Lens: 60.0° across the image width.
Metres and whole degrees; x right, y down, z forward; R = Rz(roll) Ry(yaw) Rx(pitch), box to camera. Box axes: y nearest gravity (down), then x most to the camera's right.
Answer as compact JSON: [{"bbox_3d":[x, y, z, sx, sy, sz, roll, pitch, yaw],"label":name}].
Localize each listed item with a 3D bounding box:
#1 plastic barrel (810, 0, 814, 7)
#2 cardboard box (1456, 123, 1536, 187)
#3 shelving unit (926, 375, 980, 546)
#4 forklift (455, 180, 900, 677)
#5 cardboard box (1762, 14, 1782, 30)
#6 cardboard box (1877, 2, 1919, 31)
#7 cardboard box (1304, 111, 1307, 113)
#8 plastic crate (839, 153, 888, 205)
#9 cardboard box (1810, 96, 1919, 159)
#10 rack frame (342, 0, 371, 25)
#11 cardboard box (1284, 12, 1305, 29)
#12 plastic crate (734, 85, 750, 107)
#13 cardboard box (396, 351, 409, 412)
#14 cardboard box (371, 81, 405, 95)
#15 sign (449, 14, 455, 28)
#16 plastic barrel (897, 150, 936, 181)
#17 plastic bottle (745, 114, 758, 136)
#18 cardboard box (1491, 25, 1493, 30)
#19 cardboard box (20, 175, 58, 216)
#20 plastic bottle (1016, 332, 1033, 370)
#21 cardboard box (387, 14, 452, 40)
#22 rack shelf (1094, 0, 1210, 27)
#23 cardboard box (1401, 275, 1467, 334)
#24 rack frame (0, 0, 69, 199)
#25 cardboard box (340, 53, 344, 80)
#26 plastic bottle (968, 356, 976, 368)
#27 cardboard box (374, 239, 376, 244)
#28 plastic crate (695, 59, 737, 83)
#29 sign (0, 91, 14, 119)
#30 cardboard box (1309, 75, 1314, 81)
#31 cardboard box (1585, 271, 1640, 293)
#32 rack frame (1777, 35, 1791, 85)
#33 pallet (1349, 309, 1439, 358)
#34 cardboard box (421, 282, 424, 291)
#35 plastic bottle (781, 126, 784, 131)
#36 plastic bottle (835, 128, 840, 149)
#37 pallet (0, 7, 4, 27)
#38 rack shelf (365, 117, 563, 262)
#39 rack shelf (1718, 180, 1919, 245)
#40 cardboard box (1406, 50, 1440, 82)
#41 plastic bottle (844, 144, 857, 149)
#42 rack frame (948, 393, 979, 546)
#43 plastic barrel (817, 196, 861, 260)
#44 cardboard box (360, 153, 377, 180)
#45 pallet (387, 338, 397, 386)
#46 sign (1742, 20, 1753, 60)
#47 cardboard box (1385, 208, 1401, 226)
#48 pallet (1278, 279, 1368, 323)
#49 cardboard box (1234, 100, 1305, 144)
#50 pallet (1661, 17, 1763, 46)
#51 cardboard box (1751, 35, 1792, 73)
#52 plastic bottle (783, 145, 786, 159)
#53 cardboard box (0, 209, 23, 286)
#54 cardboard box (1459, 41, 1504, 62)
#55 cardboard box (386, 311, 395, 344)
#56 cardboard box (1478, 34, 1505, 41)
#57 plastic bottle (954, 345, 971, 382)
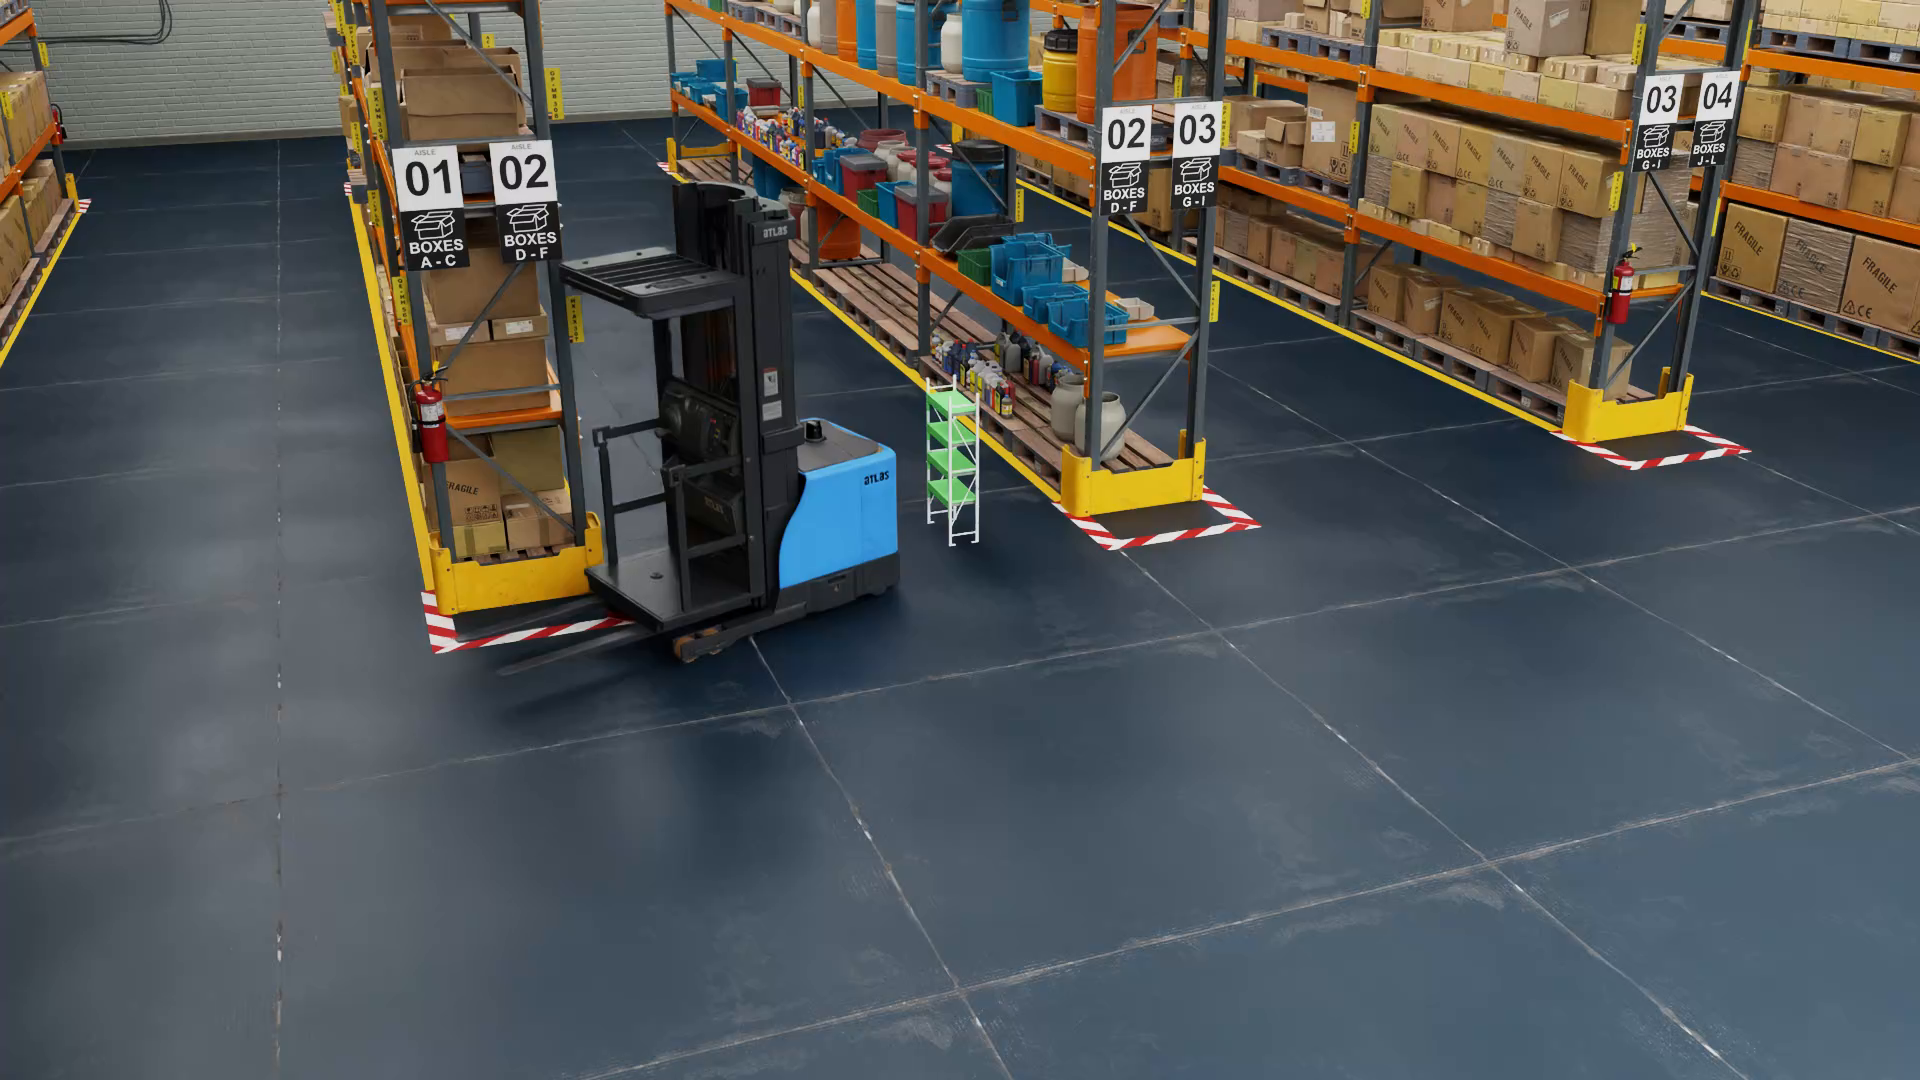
[{"bbox_3d":[-1.545,-6.566,19.635,0.600,0.830,0.708,-8,24,-19],"label":"plastic barrel"},{"bbox_3d":[5.162,-3.714,16.025,0.500,0.500,0.500,-8,24,-19],"label":"cardboard box"},{"bbox_3d":[-0.058,-0.613,12.783,0.258,1.200,0.503,-8,24,-19],"label":"shelving unit"},{"bbox_3d":[-1.893,-0.774,10.937,3.031,2.935,1.130,-18,29,-36],"label":"forklift"},{"bbox_3d":[9.186,-5.783,18.524,0.380,0.149,0.250,-9,24,-20],"label":"cardboard box"},{"bbox_3d":[9.824,-5.379,17.053,0.500,0.250,0.500,-8,24,-19],"label":"cardboard box"},{"bbox_3d":[5.974,-7.333,28.773,0.380,0.149,0.250,-9,25,-21],"label":"cardboard box"},{"bbox_3d":[-1.062,-3.986,18.387,0.402,0.464,0.583,-8,24,-19],"label":"plastic crate"},{"bbox_3d":[9.839,-4.485,18.069,0.875,0.550,0.550,-8,24,-19],"label":"cardboard box"},{"bbox_3d":[-5.982,-6.672,17.117,1.000,3.000,0.127,-8,24,-19],"label":"rack frame"},{"bbox_3d":[3.944,-5.948,19.021,0.380,0.166,0.250,-9,24,-20],"label":"cardboard box"},{"bbox_3d":[-3.127,-6.592,24.728,0.437,0.282,0.530,-8,24,-19],"label":"plastic crate"},{"bbox_3d":[-4.514,-1.334,14.211,0.500,0.500,0.500,-8,24,-19],"label":"cardboard box"},{"bbox_3d":[-4.006,-3.184,12.098,0.500,0.311,0.500,-5,23,-13],"label":"cardboard box"},{"bbox_3d":[-5.460,-5.638,17.758,0.100,0.325,0.005,-8,24,-19],"label":"sign"},{"bbox_3d":[-0.479,-3.997,18.319,0.433,0.535,0.433,0,23,0],"label":"plastic barrel"},{"bbox_3d":[-2.824,-5.629,22.526,0.152,0.276,0.135,-8,24,-19],"label":"plastic bottle"},{"bbox_3d":[9.824,-9.638,30.464,0.500,0.500,0.500,-9,24,-20],"label":"cardboard box"},{"bbox_3d":[-12.924,-4.753,22.965,0.700,0.500,0.500,-8,24,-19],"label":"cardboard box"},{"bbox_3d":[0.631,-1.850,16.246,0.144,0.351,0.185,-10,25,-22],"label":"plastic bottle"},{"bbox_3d":[-4.750,-4.536,14.598,0.500,0.500,0.500,-8,24,-18],"label":"cardboard box"},{"bbox_3d":[0.773,-4.654,13.772,1.077,0.370,4.000,-8,24,-19],"label":"rack shelf"},{"bbox_3d":[5.013,-2.496,17.611,0.500,0.500,0.500,-1,23,-2],"label":"cardboard box"},{"bbox_3d":[-13.441,-6.133,23.563,1.000,3.000,0.127,-8,24,-19],"label":"rack frame"},{"bbox_3d":[-8.178,-6.385,22.744,0.500,0.500,0.500,-8,24,-19],"label":"cardboard box"},{"bbox_3d":[0.117,-1.611,15.780,0.097,0.271,0.097,0,23,0],"label":"plastic bottle"},{"bbox_3d":[-6.556,-3.632,19.314,0.500,0.250,0.500,-7,24,-17],"label":"cardboard box"},{"bbox_3d":[-3.880,-7.441,26.542,0.616,0.435,0.499,-8,24,-19],"label":"plastic crate"},{"bbox_3d":[-11.524,-5.255,20.091,0.100,0.325,0.005,-8,24,-19],"label":"sign"},{"bbox_3d":[5.971,-7.606,27.380,0.380,0.149,0.250,-9,24,-20],"label":"cardboard box"},{"bbox_3d":[5.819,-2.318,14.835,0.380,0.149,0.250,-8,24,-19],"label":"cardboard box"},{"bbox_3d":[12.558,-6.625,24.730,1.000,3.000,0.127,-8,24,-19],"label":"rack frame"},{"bbox_3d":[4.970,-2.288,18.030,1.003,0.211,1.213,-8,24,-19],"label":"pallet"},{"bbox_3d":[-3.834,-1.833,12.397,0.380,0.149,0.250,-8,24,-17],"label":"cardboard box"},{"bbox_3d":[-2.325,-5.242,21.614,0.097,0.271,0.097,0,23,0],"label":"plastic bottle"},{"bbox_3d":[-1.563,-5.160,21.404,0.061,0.283,0.133,-8,24,-19],"label":"plastic bottle"},{"bbox_3d":[-12.308,-6.320,20.258,1.003,0.211,1.213,-8,24,-19],"label":"pallet"},{"bbox_3d":[-3.863,-2.778,12.667,1.077,0.370,4.000,-8,24,-19],"label":"rack shelf"},{"bbox_3d":[10.082,-3.398,17.999,1.077,0.370,4.000,-8,24,-19],"label":"rack shelf"},{"bbox_3d":[4.811,-4.735,16.577,0.500,0.250,0.500,-9,24,-19],"label":"cardboard box"},{"bbox_3d":[-1.340,-4.709,20.345,0.152,0.276,0.135,-8,24,-19],"label":"plastic bottle"},{"bbox_3d":[0.028,-0.524,12.573,0.240,1.200,0.015,-8,24,-19],"label":"rack frame"},{"bbox_3d":[-1.536,-3.955,20.648,0.600,0.830,0.708,-8,24,-19],"label":"plastic barrel"},{"bbox_3d":[-6.310,-4.361,18.688,0.700,0.500,0.500,-18,29,-36],"label":"cardboard box"},{"bbox_3d":[-5.301,-1.876,17.052,1.003,0.211,1.213,-8,24,-19],"label":"pallet"},{"bbox_3d":[6.620,-4.218,14.032,0.100,0.325,0.005,-8,24,-19],"label":"sign"},{"bbox_3d":[4.685,-3.397,17.395,0.380,0.149,0.250,-8,24,-19],"label":"cardboard box"},{"bbox_3d":[4.423,-2.810,19.268,1.003,0.211,1.213,-8,24,-19],"label":"pallet"},{"bbox_3d":[3.806,-5.125,20.502,0.700,0.500,0.500,-5,23,-11],"label":"cardboard box"},{"bbox_3d":[9.006,-6.076,19.812,0.805,0.209,1.217,-9,25,-21],"label":"pallet"},{"bbox_3d":[12.130,-7.284,24.877,0.500,0.500,0.500,-9,24,-20],"label":"cardboard box"},{"bbox_3d":[-2.166,-4.888,20.864,0.097,0.201,0.097,0,23,0],"label":"plastic bottle"},{"bbox_3d":[-11.360,-3.342,19.168,0.750,0.750,0.750,-8,24,-17],"label":"cardboard box"},{"bbox_3d":[5.022,-4.680,15.932,0.380,0.149,0.250,-9,24,-20],"label":"cardboard box"},{"bbox_3d":[-5.344,-2.117,16.311,0.500,0.311,0.500,-8,24,-19],"label":"cardboard box"},{"bbox_3d":[5.385,-4.945,16.561,0.380,0.149,0.250,-9,25,-21],"label":"cardboard box"},{"bbox_3d":[0.030,-1.696,15.879,0.144,0.351,0.185,-9,25,-21],"label":"plastic bottle"}]
